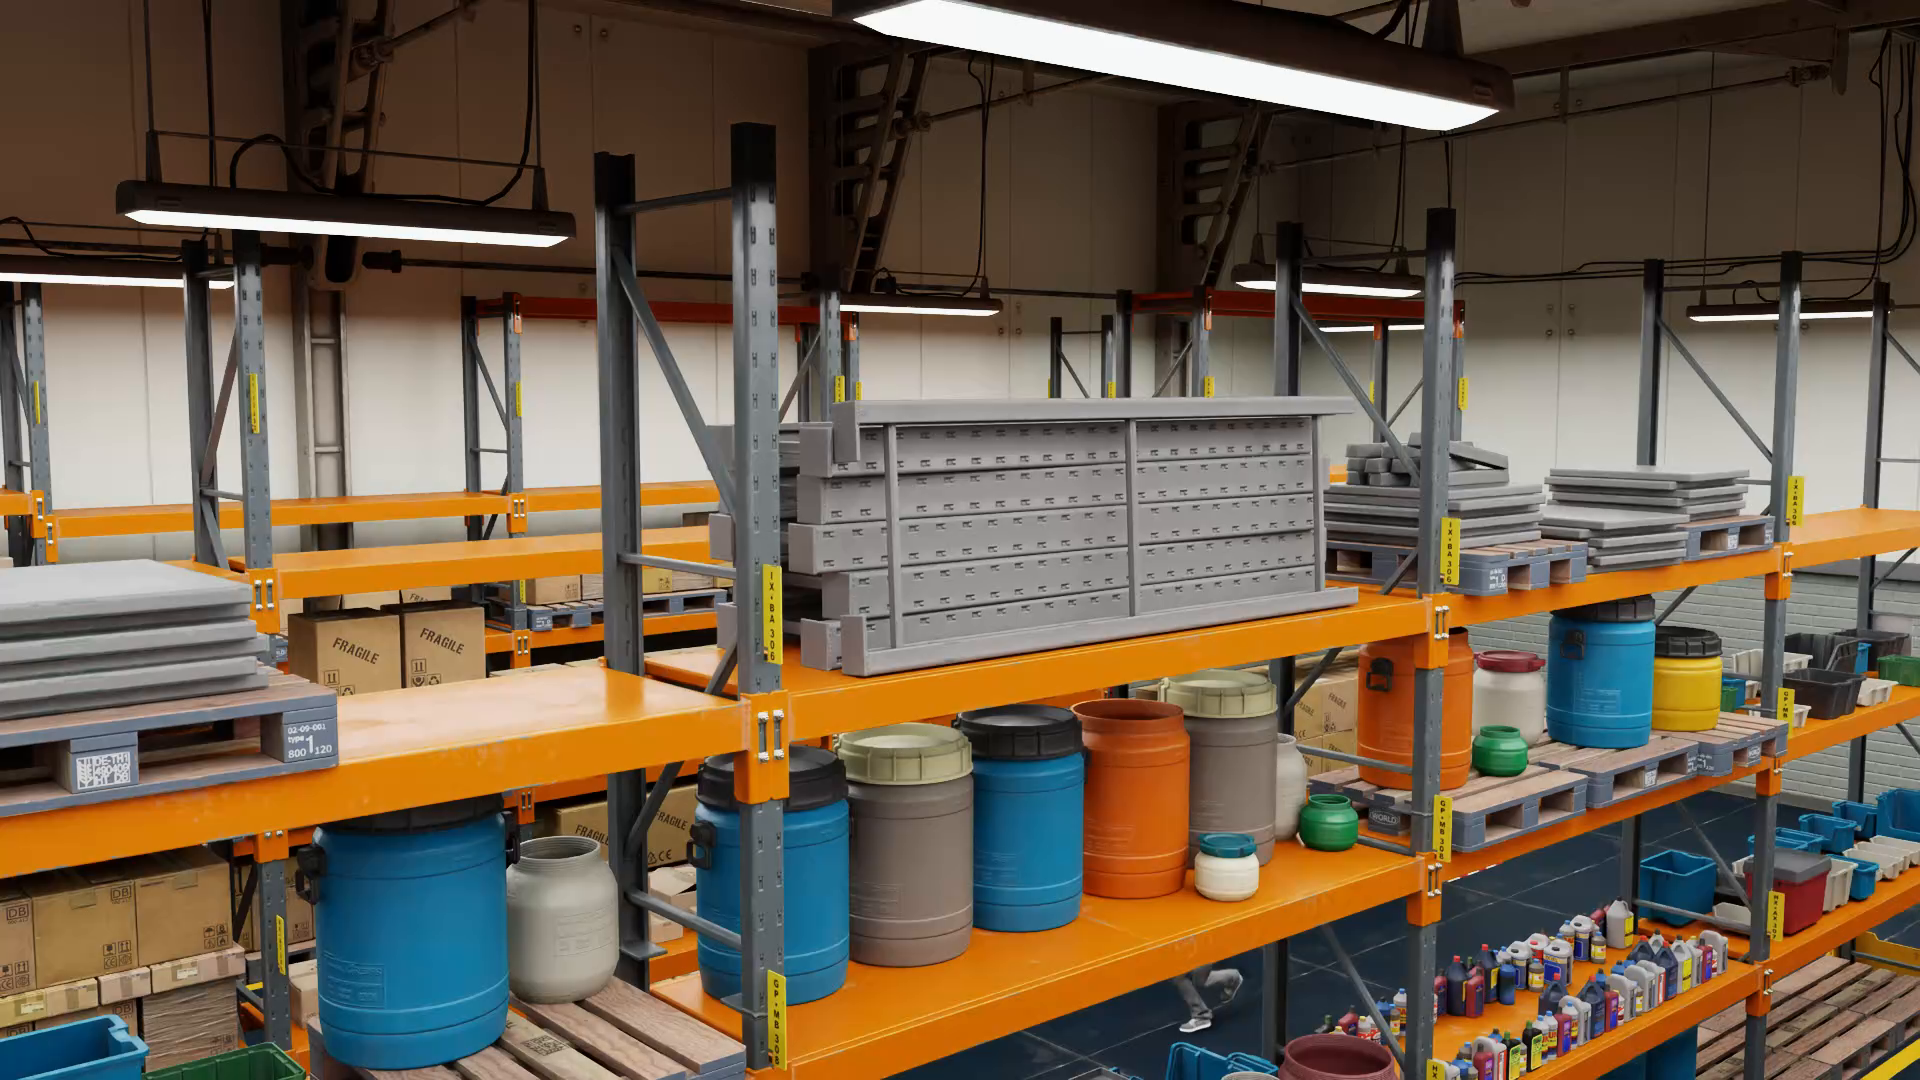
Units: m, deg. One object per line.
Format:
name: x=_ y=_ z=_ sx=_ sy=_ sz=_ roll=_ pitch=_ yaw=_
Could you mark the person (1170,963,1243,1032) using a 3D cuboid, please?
person: x=1.939 y=3.209 z=13.268 sx=0.888 sy=1.428 sz=0.546 roll=-3 pitch=6 yaw=-33
